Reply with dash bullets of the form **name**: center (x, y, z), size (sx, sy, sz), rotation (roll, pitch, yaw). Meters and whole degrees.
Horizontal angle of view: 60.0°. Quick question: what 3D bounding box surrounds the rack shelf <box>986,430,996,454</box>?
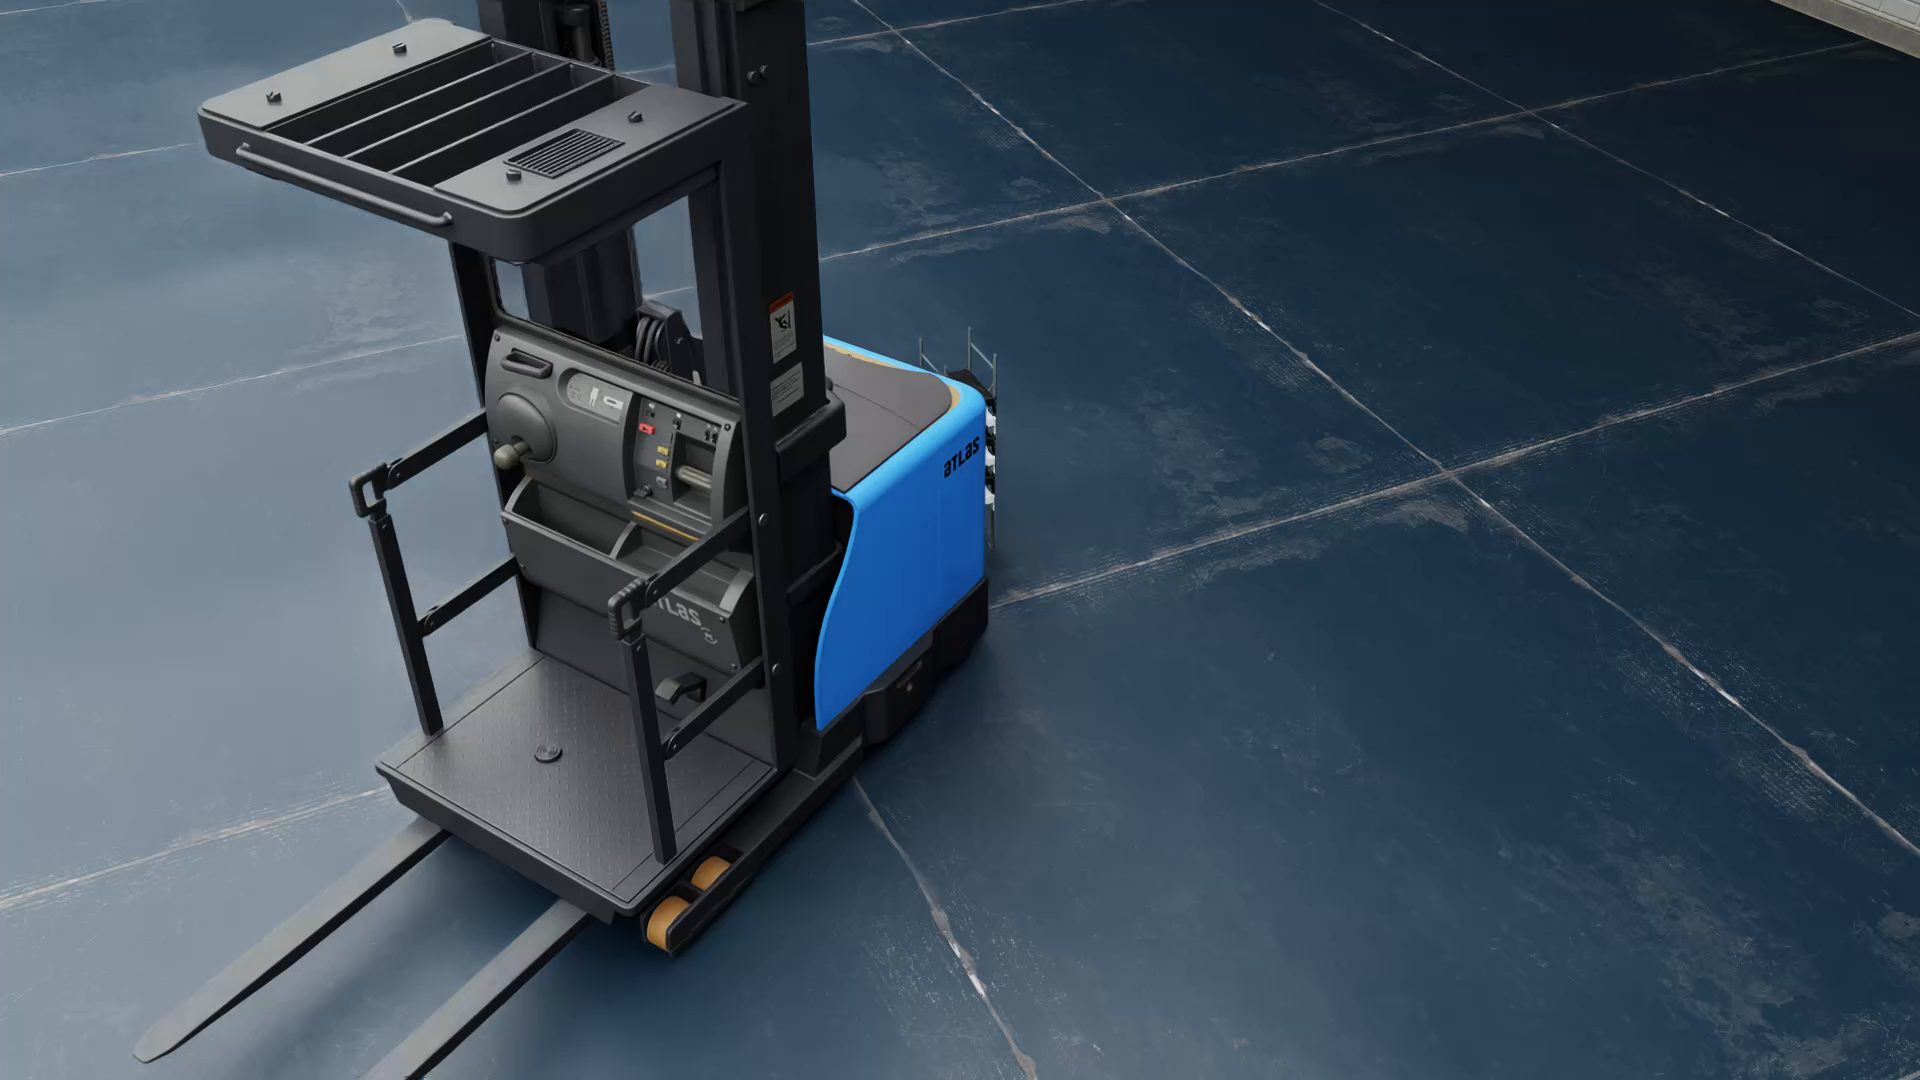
- **rack shelf**: center (-0.007, -0.405, 6.445), size (0.200, 0.077, 0.258), rotation (-16, 39, -20)

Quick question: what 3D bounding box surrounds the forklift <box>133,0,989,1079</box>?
- **forklift**: center (-1.129, -0.250, 4.627), size (1.130, 2.935, 3.031), rotation (22, 42, 26)

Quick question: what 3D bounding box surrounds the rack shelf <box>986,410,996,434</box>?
- **rack shelf**: center (-0.007, -0.477, 6.392), size (0.200, 0.077, 0.258), rotation (-16, 39, -20)

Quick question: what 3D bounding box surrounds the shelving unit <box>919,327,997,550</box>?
- **shelving unit**: center (-0.007, -0.359, 6.479), size (0.210, 0.900, 0.258), rotation (-16, 39, -20)

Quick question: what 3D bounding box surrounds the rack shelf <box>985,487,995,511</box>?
- **rack shelf**: center (-0.007, -0.188, 6.606), size (0.200, 0.077, 0.258), rotation (-16, 39, -20)

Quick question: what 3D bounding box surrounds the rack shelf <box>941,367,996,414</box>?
- **rack shelf**: center (-0.007, -0.549, 6.338), size (0.200, 0.077, 0.258), rotation (-16, 39, -20)

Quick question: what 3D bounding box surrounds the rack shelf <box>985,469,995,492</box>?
- **rack shelf**: center (-0.007, -0.260, 6.553), size (0.200, 0.077, 0.258), rotation (-16, 39, -20)

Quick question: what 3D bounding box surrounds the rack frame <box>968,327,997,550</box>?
- **rack frame**: center (0.085, -0.385, 6.514), size (0.006, 0.900, 0.240), rotation (-16, 39, -20)

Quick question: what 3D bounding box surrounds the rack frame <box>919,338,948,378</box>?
- **rack frame**: center (-0.099, -0.334, 6.444), size (0.006, 0.900, 0.240), rotation (-16, 39, -20)

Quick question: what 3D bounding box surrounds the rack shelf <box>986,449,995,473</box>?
- **rack shelf**: center (-0.007, -0.333, 6.499), size (0.200, 0.077, 0.258), rotation (-16, 39, -20)
